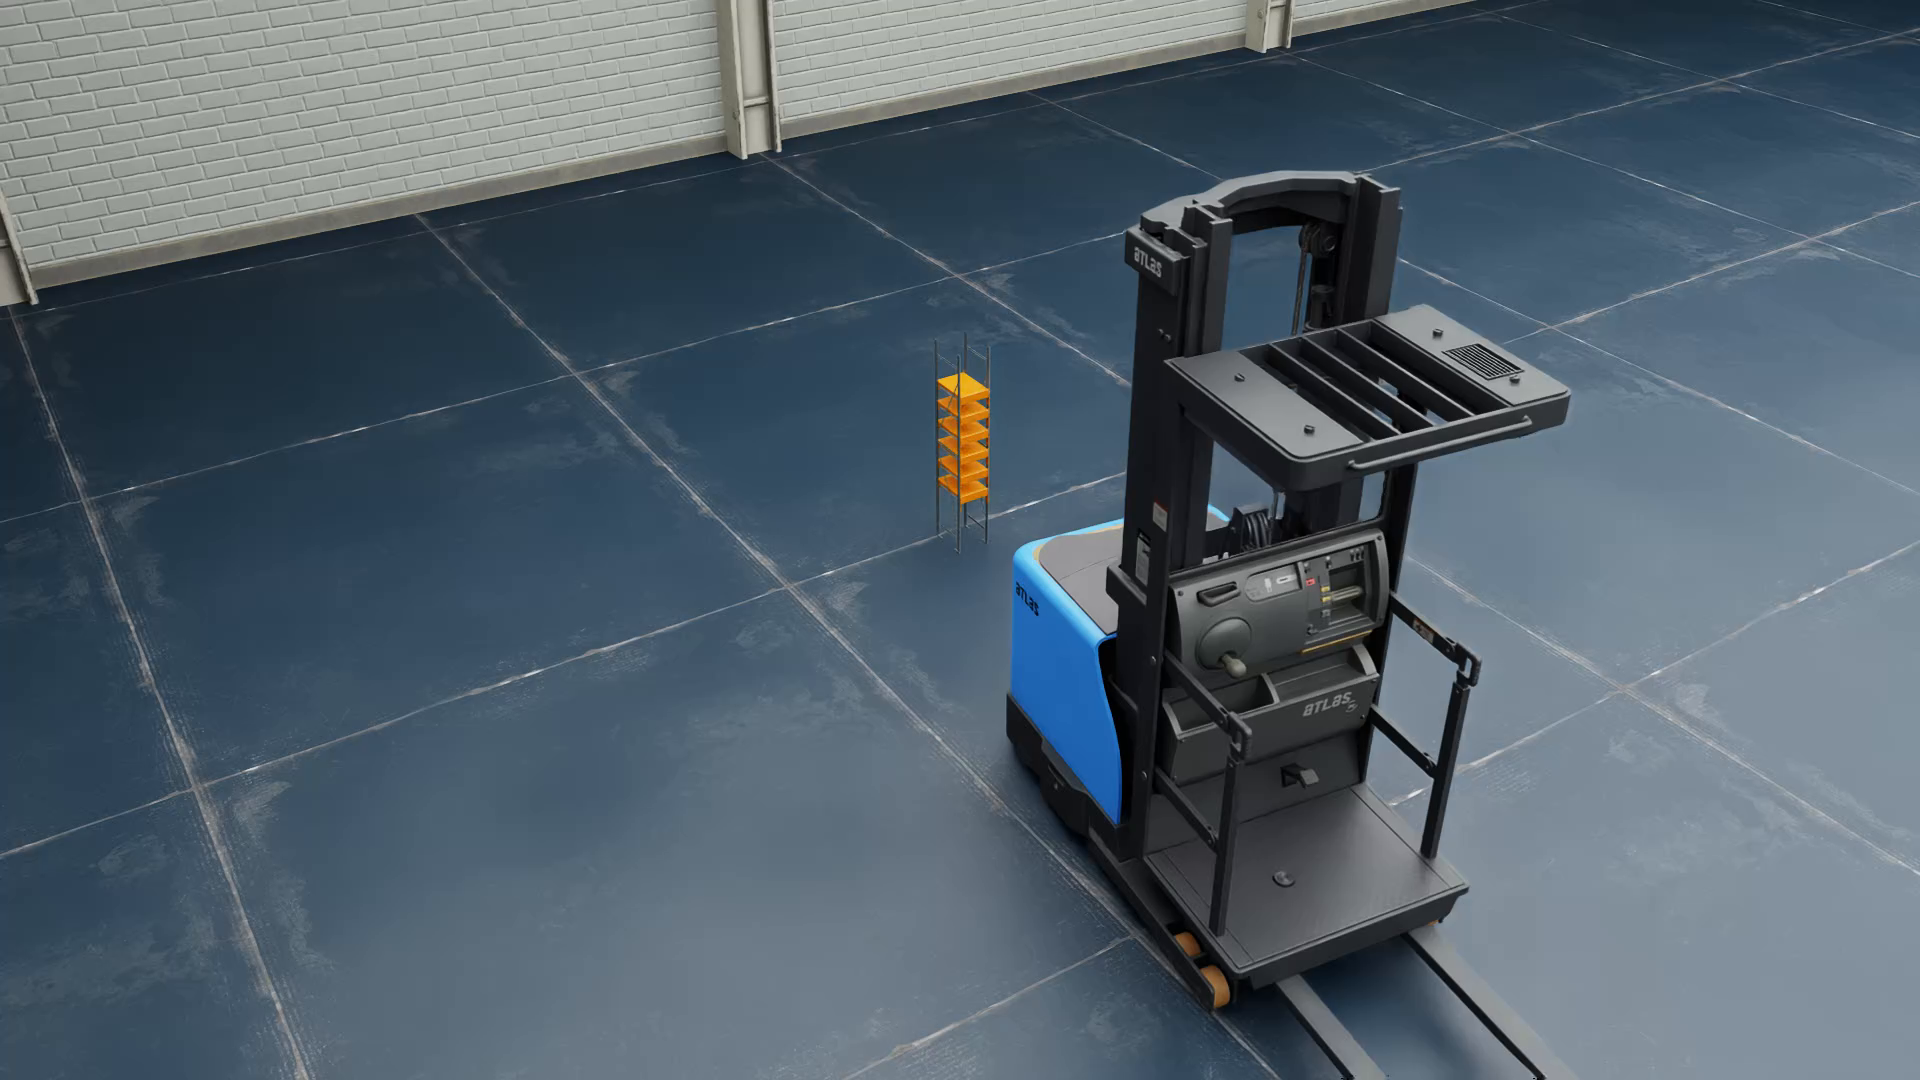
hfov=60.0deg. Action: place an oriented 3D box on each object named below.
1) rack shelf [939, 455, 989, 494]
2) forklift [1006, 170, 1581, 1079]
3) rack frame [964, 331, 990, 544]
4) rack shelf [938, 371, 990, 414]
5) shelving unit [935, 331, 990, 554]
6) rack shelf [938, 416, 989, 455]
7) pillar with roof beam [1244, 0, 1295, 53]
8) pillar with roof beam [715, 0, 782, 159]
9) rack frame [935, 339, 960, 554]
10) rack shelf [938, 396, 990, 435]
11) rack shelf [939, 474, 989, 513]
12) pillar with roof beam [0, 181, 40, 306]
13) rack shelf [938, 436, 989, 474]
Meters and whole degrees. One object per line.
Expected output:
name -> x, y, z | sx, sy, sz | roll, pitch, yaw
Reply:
rack shelf -> 0.012, -0.373, 9.024 | 0.180, 0.103, 0.258 | -19, 37, -27
forklift -> 1.297, 0.295, 6.035 | 1.130, 2.935, 3.031 | -14, 35, -21
rack frame -> 0.089, -0.538, 8.978 | 0.006, 1.200, 0.240 | -19, 37, -27
rack shelf -> 0.012, -0.779, 8.768 | 0.180, 0.103, 0.258 | -19, 37, -27
shelving unit -> 0.012, -0.512, 8.937 | 0.189, 1.200, 0.258 | -19, 37, -27
rack shelf -> 0.012, -0.576, 8.896 | 0.180, 0.103, 0.258 | -19, 37, -27
pillar with roof beam -> 5.554, -7.058, 12.005 | 0.400, 9.000, 9.100 | -19, 37, -27
pillar with roof beam -> 0.511, -5.324, 9.255 | 0.400, 9.000, 9.100 | -19, 37, -27
rack frame -> -0.065, -0.485, 8.895 | 0.006, 1.200, 0.240 | -19, 37, -27
rack shelf -> 0.012, -0.677, 8.832 | 0.180, 0.103, 0.258 | -19, 37, -27
rack shelf -> 0.012, -0.271, 9.088 | 0.180, 0.103, 0.258 | -19, 37, -27
pillar with roof beam -> -4.532, -3.590, 6.506 | 0.400, 9.000, 9.100 | -19, 37, -27
rack shelf -> 0.012, -0.474, 8.960 | 0.180, 0.103, 0.258 | -19, 37, -27
